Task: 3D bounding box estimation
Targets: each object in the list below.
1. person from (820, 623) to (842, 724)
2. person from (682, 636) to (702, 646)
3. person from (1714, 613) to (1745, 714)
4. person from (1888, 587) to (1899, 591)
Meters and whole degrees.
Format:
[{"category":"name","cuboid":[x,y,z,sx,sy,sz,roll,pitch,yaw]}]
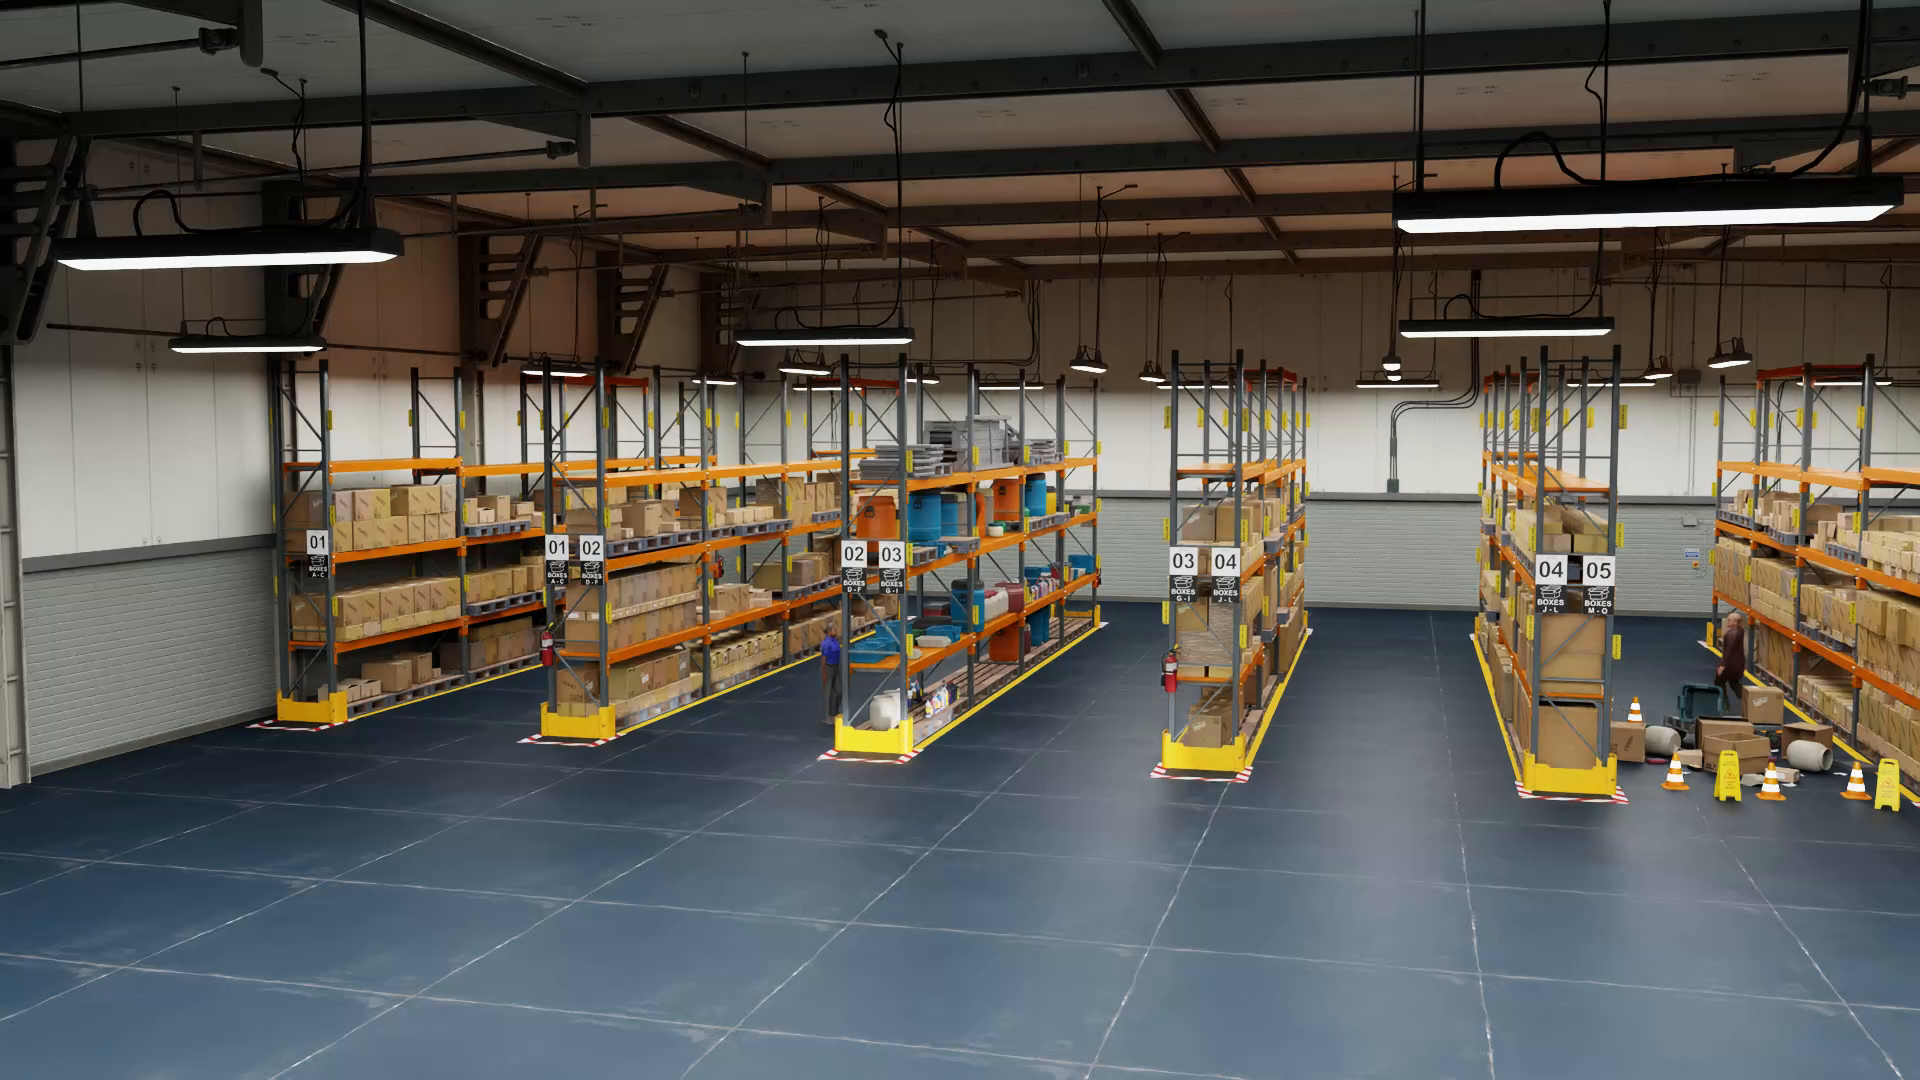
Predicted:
[{"category":"person","cuboid":[-2.135,2.236,27.562,0.334,1.743,0.523,2,5,25]},{"category":"person","cuboid":[-5.535,1.646,34.485,0.696,1.721,1.048,1,4,13]},{"category":"person","cuboid":[13.132,2.107,28.344,0.641,1.745,0.726,-2,5,-29]},{"category":"person","cuboid":[20.736,1.438,37.158,0.512,1.755,0.568,1,4,10]}]
